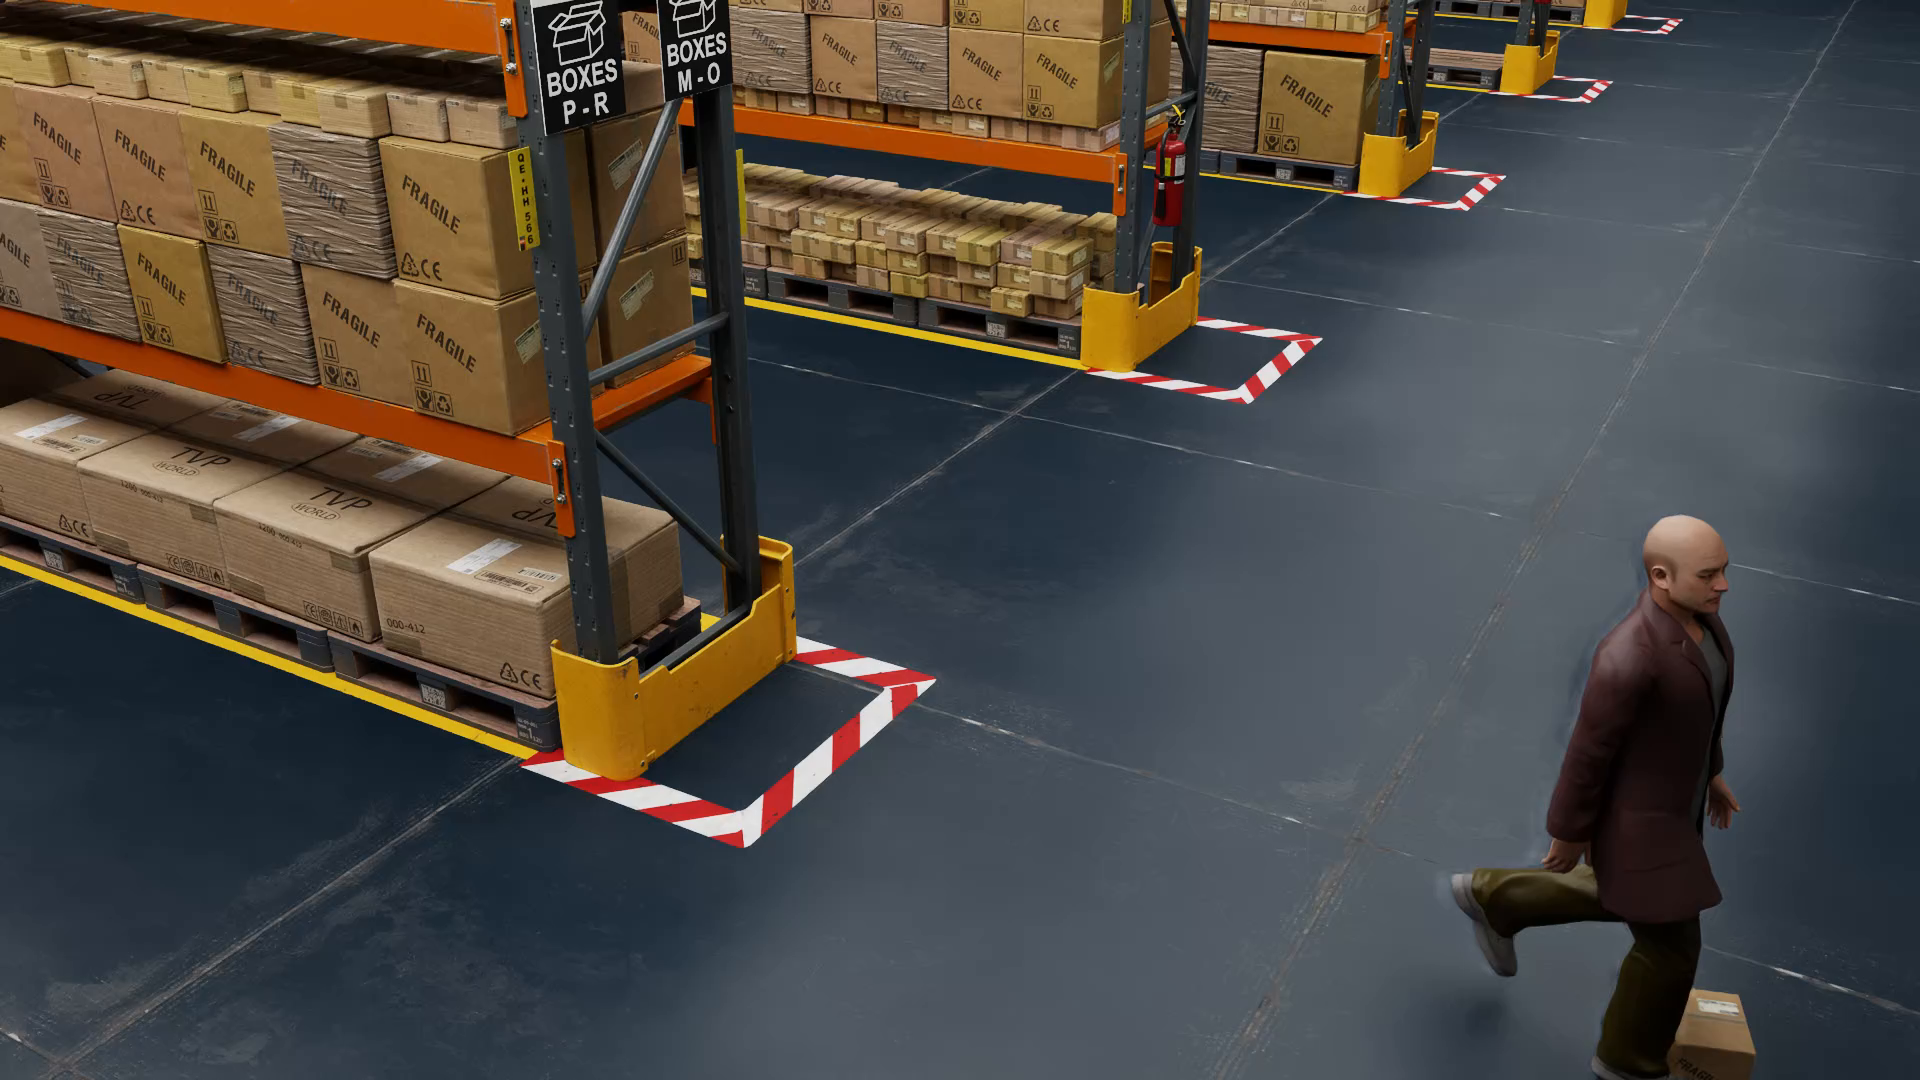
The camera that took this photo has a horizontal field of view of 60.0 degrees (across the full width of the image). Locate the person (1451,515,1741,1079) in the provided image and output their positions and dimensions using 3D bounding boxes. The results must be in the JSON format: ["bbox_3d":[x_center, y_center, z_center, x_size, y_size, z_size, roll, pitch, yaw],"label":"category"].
[{"bbox_3d":[1.851,0.720,4.643,0.921,1.730,0.595,19,32,33],"label":"person"}]
